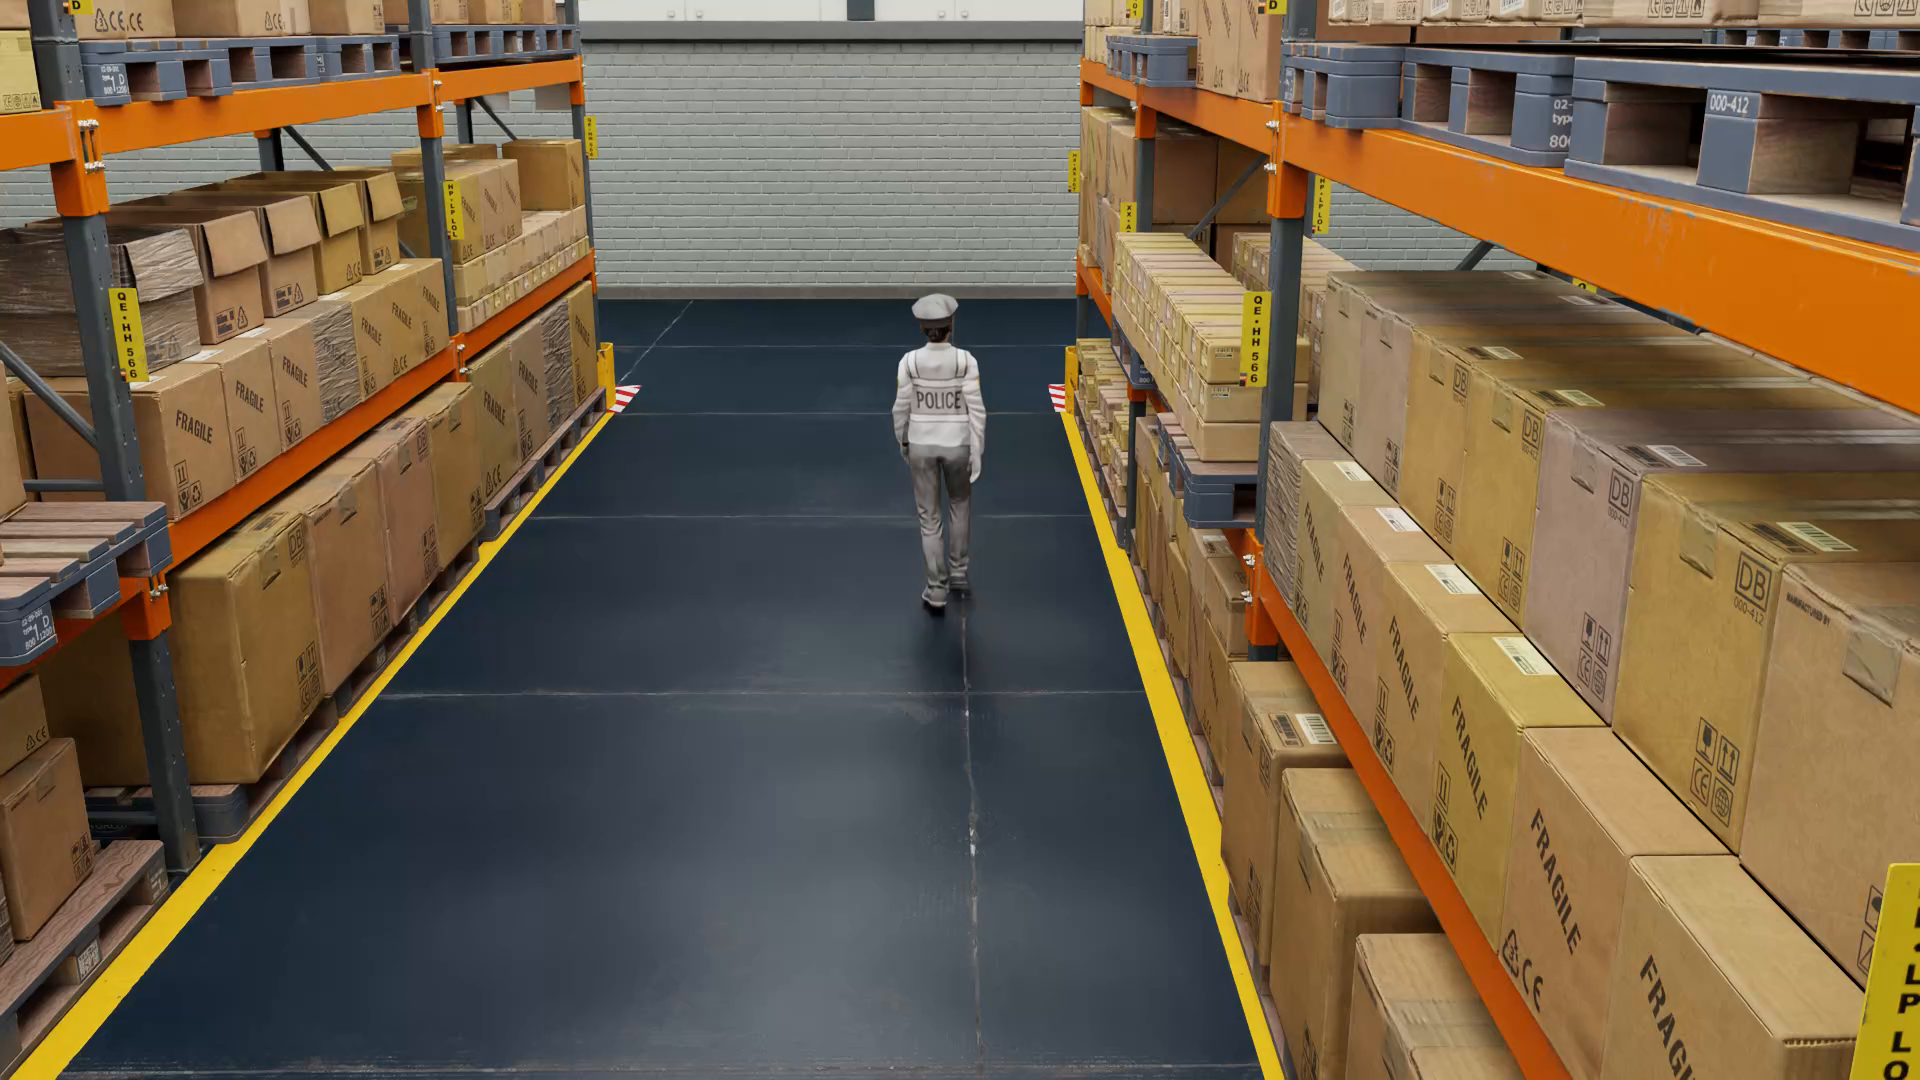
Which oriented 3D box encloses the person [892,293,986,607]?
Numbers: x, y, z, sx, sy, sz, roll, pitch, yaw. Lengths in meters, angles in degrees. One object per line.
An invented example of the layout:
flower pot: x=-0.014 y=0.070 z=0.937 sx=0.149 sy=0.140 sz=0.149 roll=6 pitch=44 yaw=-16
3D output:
person: x=-0.118 y=-0.472 z=9.068 sx=0.497 sy=1.737 sz=0.660 roll=-1 pitch=17 yaw=-4
